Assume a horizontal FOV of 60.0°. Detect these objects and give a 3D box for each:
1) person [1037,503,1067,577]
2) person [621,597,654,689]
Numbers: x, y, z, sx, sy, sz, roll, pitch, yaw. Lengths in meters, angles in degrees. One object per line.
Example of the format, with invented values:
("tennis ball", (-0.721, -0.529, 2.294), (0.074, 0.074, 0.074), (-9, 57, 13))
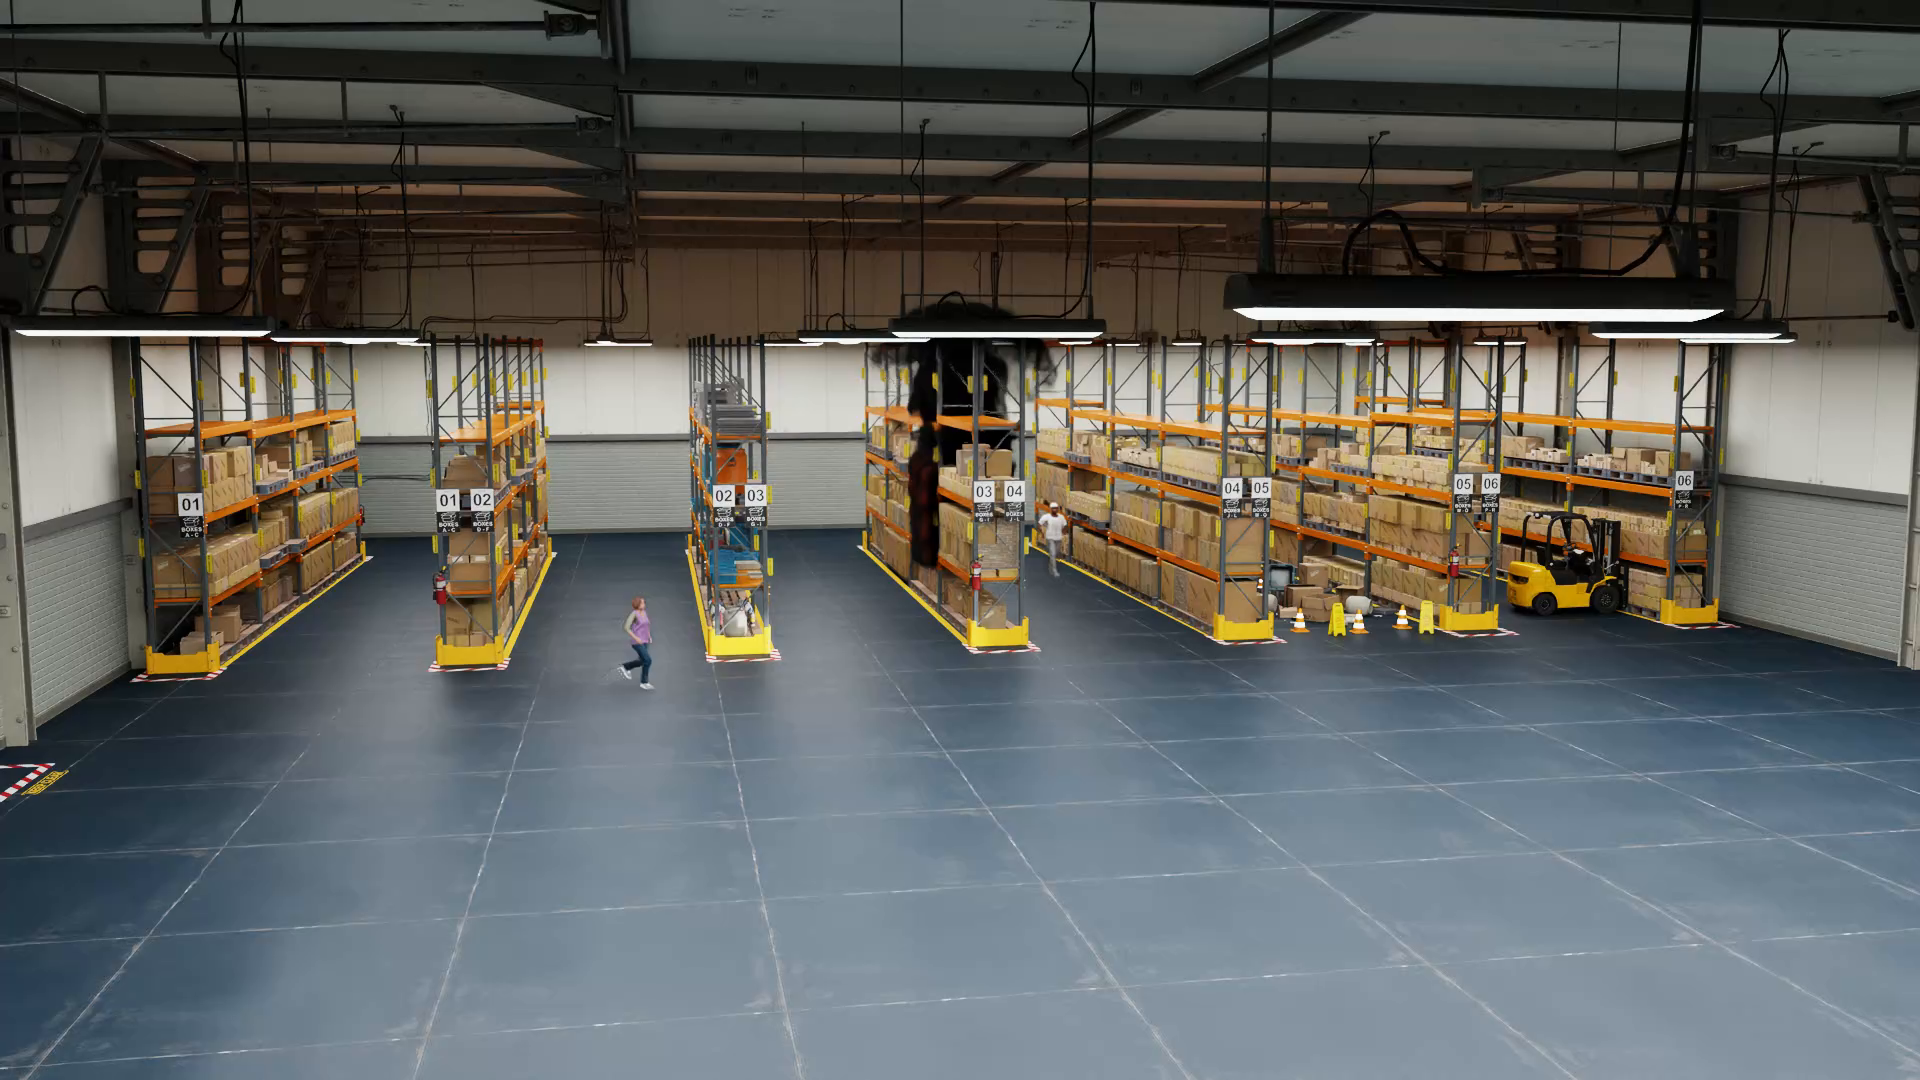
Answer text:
("person", (2.262, -0.001, 39.909), (0.722, 1.805, 0.789), (-2, 7, -20))
("person", (-5.500, 1.741, 28.187), (0.671, 1.573, 0.564), (2, 7, 19))
